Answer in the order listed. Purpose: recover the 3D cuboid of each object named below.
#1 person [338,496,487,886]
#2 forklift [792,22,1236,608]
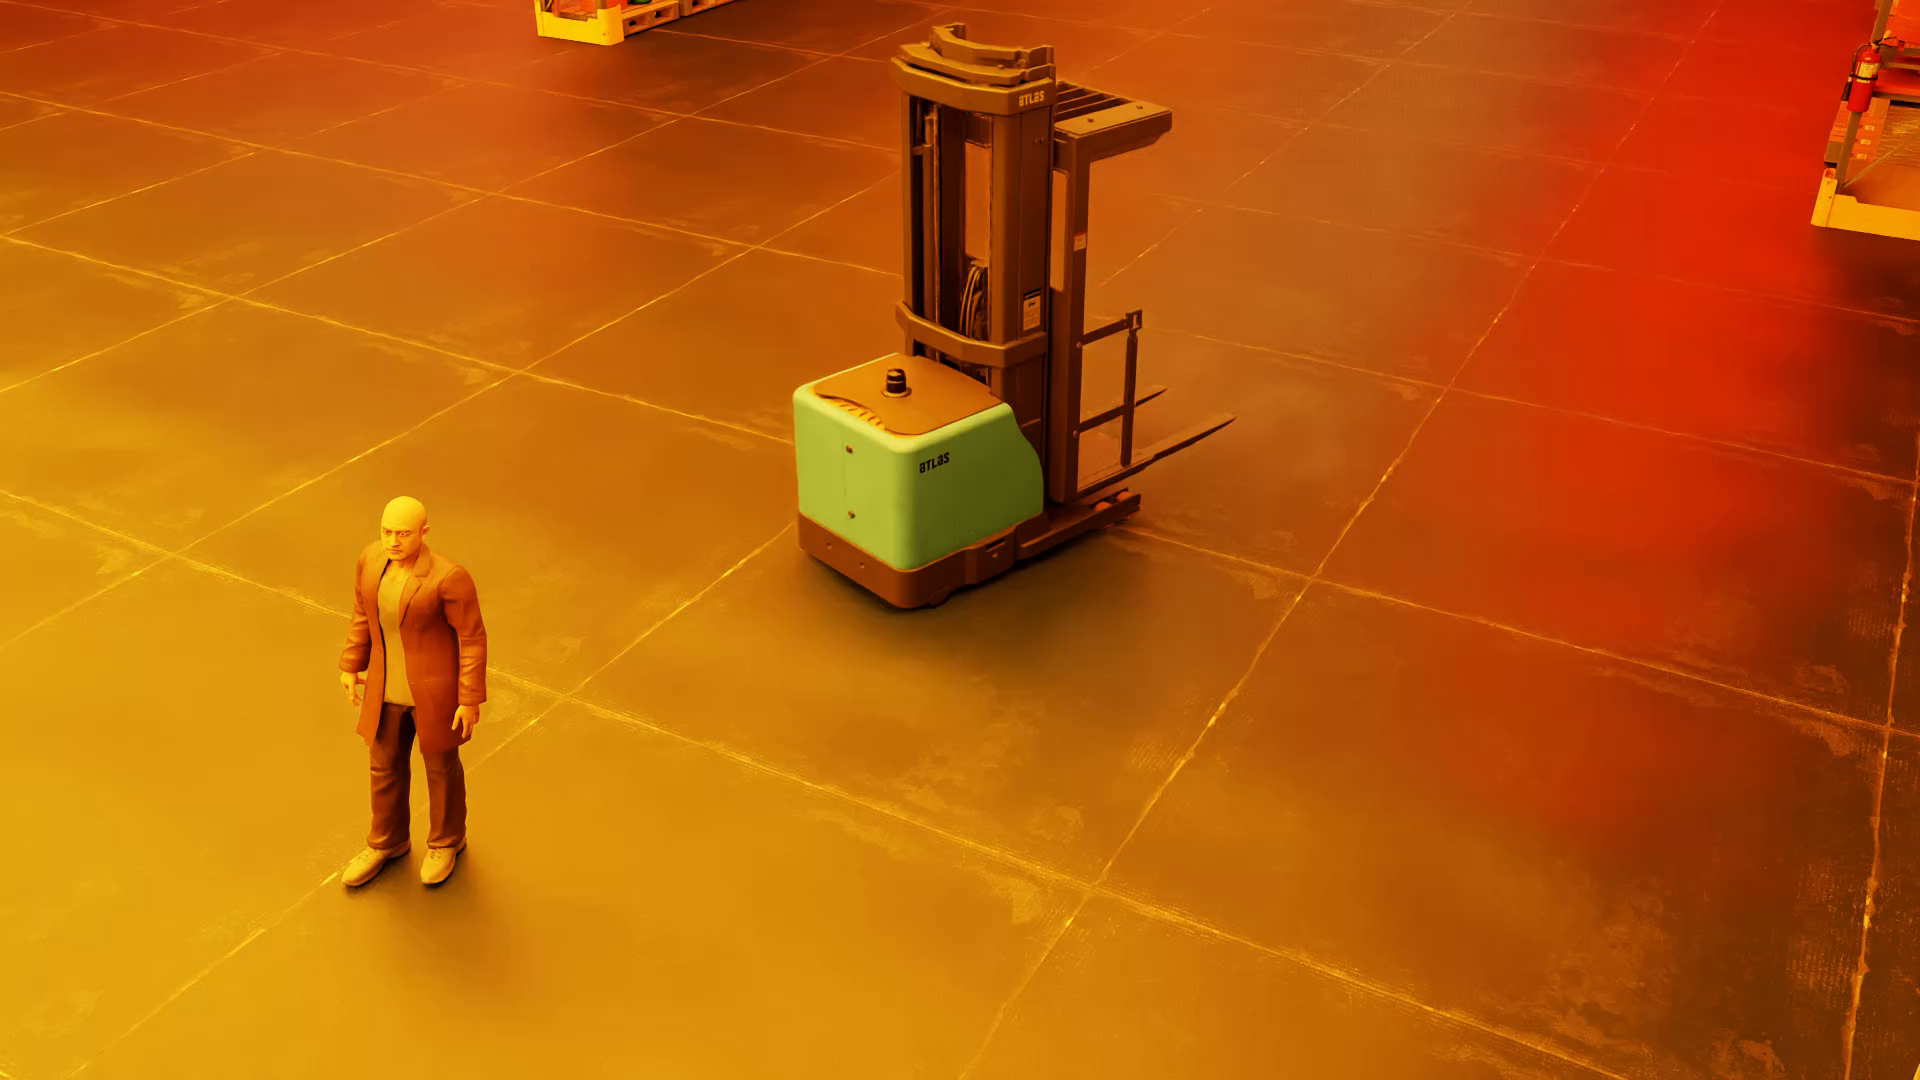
[{"bbox_3d":[-2.350,0.676,7.039,0.697,1.775,0.582,9,31,15],"label":"person"},{"bbox_3d":[0.474,-1.507,9.682,3.031,2.935,1.130,-24,38,-35],"label":"forklift"}]
